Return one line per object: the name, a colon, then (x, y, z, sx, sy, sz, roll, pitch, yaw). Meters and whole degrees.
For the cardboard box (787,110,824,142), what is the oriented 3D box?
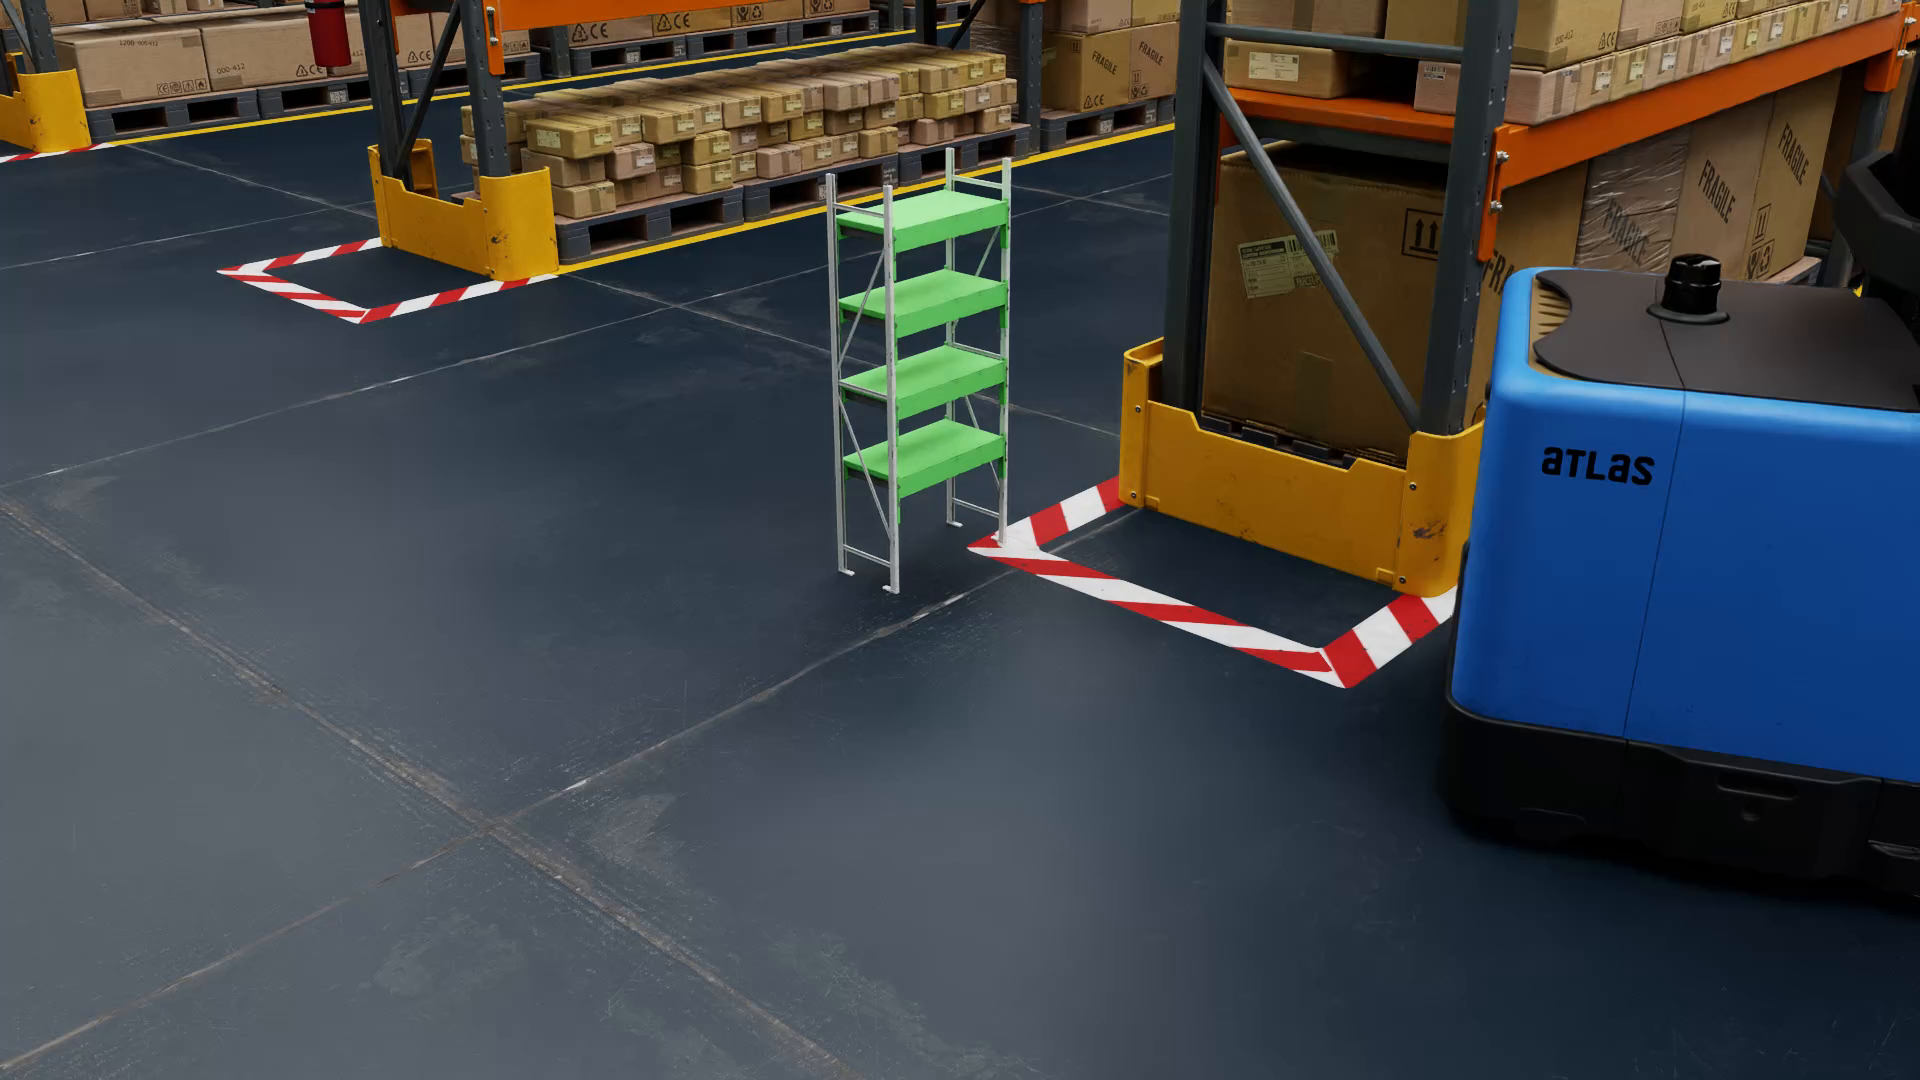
cardboard box: (-0.999, -2.404, 9.553, 0.380, 0.149, 0.250, 22, 32, 40)

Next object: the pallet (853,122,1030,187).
pallet: (-0.311, -2.524, 10.622, 1.003, 0.211, 1.213, 20, 31, 38)

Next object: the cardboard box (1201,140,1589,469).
cardboard box: (1.435, -0.846, 5.555, 0.875, 0.875, 0.875, 20, 31, 38)

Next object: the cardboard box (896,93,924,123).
cardboard box: (-0.440, -2.633, 10.063, 0.380, 0.149, 0.250, 20, 31, 38)

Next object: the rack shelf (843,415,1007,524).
rack shelf: (-0.111, -0.220, 5.016, 0.258, 0.148, 0.480, 20, 31, 38)

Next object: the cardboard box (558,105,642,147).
cardboard box: (-1.861, -2.138, 8.597, 0.380, 0.149, 0.250, 21, 31, 38)

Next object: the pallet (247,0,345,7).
pallet: (-6.827, -5.672, 17.642, 1.003, 0.211, 1.213, 20, 31, 38)

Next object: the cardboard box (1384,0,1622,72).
cardboard box: (1.589, -1.547, 4.854, 0.500, 0.250, 0.500, 19, 30, 36)

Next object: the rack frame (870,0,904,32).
rack frame: (-0.973, -6.551, 16.193, 1.000, 3.000, 0.127, 20, 31, 38)

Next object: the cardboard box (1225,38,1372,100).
cardboard box: (1.060, -1.491, 5.216, 0.380, 0.149, 0.250, 21, 32, 38)

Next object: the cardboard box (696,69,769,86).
cardboard box: (-1.335, -2.656, 9.751, 0.380, 0.149, 0.250, 20, 31, 38)

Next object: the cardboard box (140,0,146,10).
cardboard box: (-8.248, -5.308, 16.393, 0.380, 0.149, 0.250, 20, 31, 37)

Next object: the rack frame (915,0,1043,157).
rack frame: (0.111, -4.011, 10.529, 1.000, 3.000, 0.127, 20, 31, 38)

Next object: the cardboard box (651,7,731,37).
cardboard box: (-2.691, -5.042, 14.913, 0.875, 0.875, 0.875, 21, 32, 39)

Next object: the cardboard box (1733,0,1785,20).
cardboard box: (2.614, -2.020, 5.908, 0.500, 0.250, 0.500, 19, 31, 37)

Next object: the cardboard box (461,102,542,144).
cardboard box: (-2.394, -2.185, 8.701, 0.380, 0.149, 0.250, 21, 31, 38)

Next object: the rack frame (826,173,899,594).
rack frame: (-0.273, -0.423, 4.726, 0.240, 1.200, 0.015, 20, 31, 38)

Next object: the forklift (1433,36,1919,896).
forklift: (2.659, -0.683, 3.191, 3.031, 2.935, 1.130, 8, 25, 16)

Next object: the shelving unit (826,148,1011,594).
shelving unit: (-0.111, -0.497, 4.892, 0.258, 1.200, 0.503, 20, 31, 38)

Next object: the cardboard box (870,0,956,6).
cardboard box: (-0.588, -5.713, 17.023, 0.950, 0.372, 0.625, 18, 30, 34)

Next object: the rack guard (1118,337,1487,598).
rack guard: (1.052, -0.259, 5.217, 1.175, 0.500, 0.348, 20, 31, 38)

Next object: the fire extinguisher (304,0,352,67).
fire extinguisher: (-3.070, -2.636, 8.013, 0.296, 0.674, 0.183, 20, 31, 38)

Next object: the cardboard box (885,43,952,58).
cardboard box: (-0.273, -3.125, 10.797, 0.380, 0.149, 0.250, 22, 32, 40)

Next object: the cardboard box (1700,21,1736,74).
cardboard box: (2.407, -1.703, 5.689, 0.380, 0.149, 0.250, 20, 31, 37)

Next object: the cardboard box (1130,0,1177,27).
cardboard box: (1.155, -3.720, 11.506, 0.500, 0.250, 0.500, 21, 32, 39)

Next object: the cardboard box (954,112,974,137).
cardboard box: (-0.132, -2.633, 10.427, 0.380, 0.149, 0.250, 21, 32, 39)

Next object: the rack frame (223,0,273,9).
rack frame: (-7.341, -6.686, 16.496, 1.000, 3.000, 0.127, 20, 31, 38)

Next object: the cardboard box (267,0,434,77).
cardboard box: (-4.738, -3.919, 12.944, 0.875, 0.438, 0.875, 19, 30, 36)

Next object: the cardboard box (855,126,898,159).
cardboard box: (-0.587, -2.374, 9.849, 0.380, 0.149, 0.250, 20, 31, 37)

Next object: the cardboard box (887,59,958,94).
cardboard box: (-0.234, -2.827, 10.134, 0.380, 0.149, 0.250, 20, 31, 37)

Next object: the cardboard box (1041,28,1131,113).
cardboard box: (0.802, -3.215, 11.296, 0.500, 0.500, 0.500, 22, 32, 39)

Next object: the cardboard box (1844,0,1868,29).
cardboard box: (3.435, -2.172, 6.736, 0.380, 0.149, 0.250, 20, 31, 37)

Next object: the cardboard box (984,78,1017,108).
cardboard box: (0.138, -2.855, 10.558, 0.380, 0.149, 0.250, 21, 32, 39)

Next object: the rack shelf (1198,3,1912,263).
rack shelf: (2.403, -1.688, 6.228, 1.077, 0.370, 4.000, 20, 31, 38)

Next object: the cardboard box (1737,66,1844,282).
cardboard box: (3.237, -1.669, 7.389, 0.875, 0.875, 0.875, 20, 31, 38)

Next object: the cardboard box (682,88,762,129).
cardboard box: (-1.302, -2.360, 9.092, 0.380, 0.149, 0.250, 22, 32, 39)

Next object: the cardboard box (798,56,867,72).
cardboard box: (-0.790, -2.881, 10.253, 0.380, 0.149, 0.250, 19, 30, 36)

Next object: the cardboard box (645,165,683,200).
cardboard box: (-1.696, -1.935, 8.870, 0.380, 0.149, 0.250, 21, 31, 38)

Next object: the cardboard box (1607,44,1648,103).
cardboard box: (1.891, -1.467, 5.163, 0.380, 0.149, 0.250, 19, 31, 36)

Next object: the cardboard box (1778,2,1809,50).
cardboard box: (2.921, -1.937, 6.211, 0.380, 0.149, 0.250, 20, 31, 37)

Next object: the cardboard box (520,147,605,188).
cardboard box: (-2.017, -1.908, 8.448, 0.380, 0.149, 0.250, 22, 32, 40)

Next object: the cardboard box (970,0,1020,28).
cardboard box: (0.420, -3.700, 11.462, 0.500, 0.250, 0.500, 19, 30, 36)

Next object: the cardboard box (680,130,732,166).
cardboard box: (-1.443, -2.124, 8.928, 0.380, 0.149, 0.250, 21, 32, 39)

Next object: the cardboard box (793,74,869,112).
cardboard box: (-0.748, -2.576, 9.574, 0.380, 0.149, 0.250, 19, 30, 36)

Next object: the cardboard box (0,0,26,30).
cardboard box: (-8.933, -4.929, 15.118, 0.700, 0.500, 0.500, 22, 32, 40)

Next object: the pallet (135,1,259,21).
pallet: (-7.800, -5.205, 16.600, 1.003, 0.211, 1.213, 20, 31, 38)

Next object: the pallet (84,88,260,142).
pallet: (-5.837, -3.106, 11.919, 1.003, 0.211, 1.213, 20, 31, 38)

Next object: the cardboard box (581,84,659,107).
cardboard box: (-1.885, -2.421, 9.228, 0.380, 0.149, 0.250, 19, 30, 36)

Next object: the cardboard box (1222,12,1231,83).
cardboard box: (1.846, -3.686, 12.347, 0.500, 0.500, 0.500, 18, 30, 35)

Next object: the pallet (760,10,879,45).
pallet: (-1.555, -5.059, 16.274, 1.003, 0.211, 1.213, 20, 31, 38)

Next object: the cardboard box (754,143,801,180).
cardboard box: (-1.113, -2.139, 9.325, 0.380, 0.149, 0.250, 18, 30, 35)
